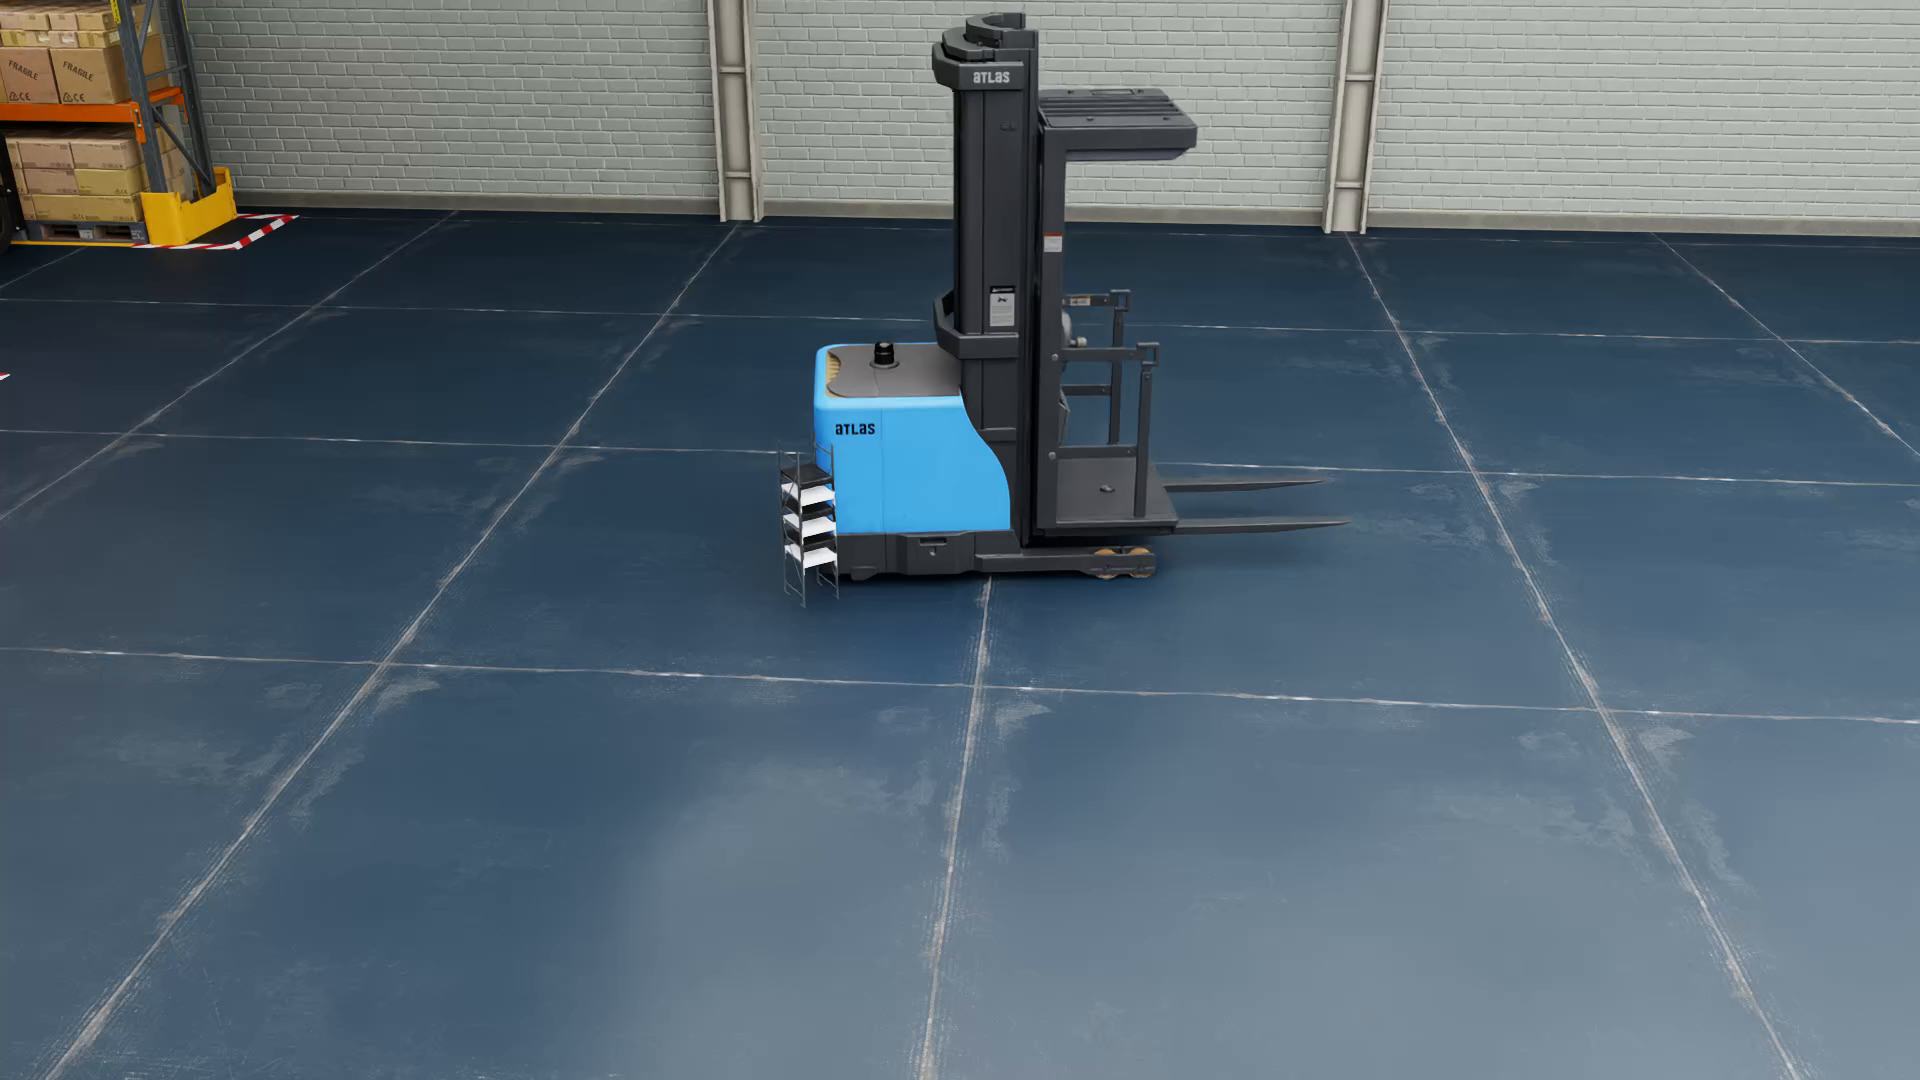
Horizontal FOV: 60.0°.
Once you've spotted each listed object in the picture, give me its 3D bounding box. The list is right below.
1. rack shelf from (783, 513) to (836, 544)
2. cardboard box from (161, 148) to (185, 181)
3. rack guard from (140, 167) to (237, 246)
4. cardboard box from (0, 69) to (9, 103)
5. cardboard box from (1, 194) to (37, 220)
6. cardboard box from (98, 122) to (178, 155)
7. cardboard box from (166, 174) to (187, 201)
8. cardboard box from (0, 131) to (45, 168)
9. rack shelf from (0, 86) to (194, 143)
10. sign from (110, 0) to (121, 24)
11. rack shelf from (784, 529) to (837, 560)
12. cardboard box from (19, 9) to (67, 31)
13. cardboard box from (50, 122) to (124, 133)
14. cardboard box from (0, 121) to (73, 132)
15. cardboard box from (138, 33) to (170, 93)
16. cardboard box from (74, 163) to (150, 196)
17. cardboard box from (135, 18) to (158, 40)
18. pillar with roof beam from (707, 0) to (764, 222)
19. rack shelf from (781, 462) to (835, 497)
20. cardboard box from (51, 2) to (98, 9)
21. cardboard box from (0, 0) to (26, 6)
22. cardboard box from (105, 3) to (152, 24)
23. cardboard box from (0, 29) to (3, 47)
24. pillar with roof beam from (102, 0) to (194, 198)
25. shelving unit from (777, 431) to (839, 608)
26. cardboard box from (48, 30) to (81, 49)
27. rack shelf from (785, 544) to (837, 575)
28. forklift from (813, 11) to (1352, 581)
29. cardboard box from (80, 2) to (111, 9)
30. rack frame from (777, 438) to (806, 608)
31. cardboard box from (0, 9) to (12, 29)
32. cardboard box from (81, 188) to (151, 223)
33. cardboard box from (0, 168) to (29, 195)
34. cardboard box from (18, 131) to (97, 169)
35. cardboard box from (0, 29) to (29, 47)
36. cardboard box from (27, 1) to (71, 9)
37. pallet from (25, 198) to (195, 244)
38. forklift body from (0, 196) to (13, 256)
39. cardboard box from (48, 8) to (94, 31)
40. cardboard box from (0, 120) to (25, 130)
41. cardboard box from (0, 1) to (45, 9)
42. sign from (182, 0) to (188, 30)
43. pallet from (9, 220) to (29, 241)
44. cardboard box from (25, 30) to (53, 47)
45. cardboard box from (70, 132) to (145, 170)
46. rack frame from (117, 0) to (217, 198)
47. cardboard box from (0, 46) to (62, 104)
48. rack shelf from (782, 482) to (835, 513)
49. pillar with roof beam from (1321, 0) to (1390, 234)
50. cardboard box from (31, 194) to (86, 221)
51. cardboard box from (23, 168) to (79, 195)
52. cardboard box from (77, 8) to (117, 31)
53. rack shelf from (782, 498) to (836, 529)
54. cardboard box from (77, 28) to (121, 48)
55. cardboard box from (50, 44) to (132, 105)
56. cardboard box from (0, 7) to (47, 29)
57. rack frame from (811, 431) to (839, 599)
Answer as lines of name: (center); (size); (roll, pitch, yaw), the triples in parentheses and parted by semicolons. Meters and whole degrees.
rack shelf: (-0.813, -0.078, 8.922); (0.200, 0.077, 0.258); (-15, 29, -29)
cardboard box: (-8.011, -3.685, 16.359); (0.500, 0.250, 0.500); (2, 25, 5)
rack guard: (-7.535, -3.278, 16.276); (0.348, 0.500, 1.175); (2, 25, 4)
cardboard box: (-9.097, -4.403, 15.611); (0.500, 0.500, 0.500); (1, 25, 3)
cardboard box: (-9.044, -3.279, 16.075); (0.500, 0.250, 0.500); (2, 25, 5)
cardboard box: (-8.023, -3.905, 16.238); (0.500, 0.250, 0.500); (1, 25, 3)
cardboard box: (-8.033, -3.453, 16.454); (0.500, 0.250, 0.500); (2, 25, 4)
cardboard box: (-9.055, -3.721, 15.839); (0.500, 0.250, 0.500); (2, 25, 5)
rack shelf: (-9.553, -4.152, 16.045); (4.000, 0.370, 1.077); (2, 25, 4)
sign: (-7.614, -4.822, 14.974); (0.005, 0.325, 0.100); (2, 25, 4)
rack shelf: (-0.813, 0.004, 8.959); (0.200, 0.077, 0.258); (-15, 29, -29)
cardboard box: (-8.443, -4.805, 15.354); (0.250, 0.149, 0.380); (2, 25, 5)
cardboard box: (-8.522, -3.919, 16.270); (0.500, 0.250, 0.500); (2, 25, 4)
cardboard box: (-9.020, -3.940, 16.314); (0.500, 0.250, 0.500); (2, 25, 4)
cardboard box: (-8.031, -4.592, 16.021); (0.500, 0.500, 0.500); (3, 25, 6)
cardboard box: (-8.068, -3.469, 15.889); (0.500, 0.250, 0.500); (2, 25, 3)
cardboard box: (-7.877, -4.874, 15.858); (0.250, 0.149, 0.380); (1, 25, 3)
pillar with roof beam: (-2.531, -5.552, 11.050); (0.400, 9.000, 9.100); (2, 25, 4)
rack shelf: (-0.813, -0.323, 8.809); (0.200, 0.077, 0.258); (-15, 29, -29)
cardboard box: (-8.400, -5.015, 15.808); (0.250, 0.149, 0.380); (2, 25, 5)
cardboard box: (-9.164, -5.076, 15.942); (0.250, 0.149, 0.380); (1, 25, 3)
cardboard box: (-7.877, -4.990, 15.754); (0.250, 0.149, 0.380); (1, 25, 3)
cardboard box: (-8.953, -4.680, 15.437); (0.250, 0.149, 0.380); (1, 25, 2)
pillar with roof beam: (-8.513, -5.744, 11.467); (0.400, 9.000, 9.100); (2, 25, 4)
shelving unit: (-0.813, -0.108, 8.908); (0.210, 0.900, 0.258); (-15, 29, -29)
cardboard box: (-8.183, -4.645, 15.360); (0.250, 0.149, 0.380); (2, 25, 5)
rack shelf: (-0.813, 0.086, 8.997); (0.200, 0.077, 0.258); (-15, 29, -29)
forklift: (0.695, -1.332, 9.138); (3.031, 2.935, 1.130); (-1, 25, -3)
cardboard box: (-8.137, -5.024, 15.829); (0.250, 0.149, 0.380); (3, 25, 6)
rack frame: (-0.899, -0.085, 8.858); (0.006, 0.900, 0.240); (-15, 29, -29)
cardboard box: (-8.954, -4.807, 15.356); (0.250, 0.149, 0.380); (2, 25, 5)
cardboard box: (-8.051, -3.240, 15.989); (0.500, 0.250, 0.500); (2, 25, 4)
cardboard box: (-9.083, -3.497, 15.950); (0.500, 0.250, 0.500); (1, 25, 3)
cardboard box: (-8.551, -3.709, 15.813); (0.500, 0.250, 0.500); (2, 25, 5)
cardboard box: (-8.683, -4.691, 15.461); (0.250, 0.149, 0.380); (2, 25, 4)
cardboard box: (-8.645, -5.029, 15.839); (0.250, 0.149, 0.380); (2, 25, 4)
pallet: (-8.324, -3.155, 16.354); (1.213, 0.211, 1.003); (2, 25, 4)
forklift body: (-9.589, -3.329, 14.412); (1.214, 2.155, 2.313); (2, 25, 4)
cardboard box: (-8.180, -4.808, 15.360); (0.250, 0.149, 0.380); (2, 25, 4)
cardboard box: (-9.530, -3.959, 16.356); (0.500, 0.250, 0.500); (1, 25, 3)
cardboard box: (-8.910, -5.027, 15.834); (0.250, 0.149, 0.380); (3, 25, 6)
sign: (-7.510, -5.075, 16.060); (0.005, 0.325, 0.100); (2, 25, 4)
pallet: (-9.537, -3.195, 16.441); (1.213, 0.211, 1.003); (2, 25, 4)
cardboard box: (-8.437, -4.679, 15.434); (0.250, 0.149, 0.380); (2, 25, 5)
cardboard box: (-8.042, -3.695, 15.783); (0.500, 0.250, 0.500); (3, 25, 6)
rack frame: (-7.559, -4.415, 15.756); (0.127, 3.000, 1.000); (2, 25, 4)
cardboard box: (-8.586, -4.387, 15.576); (0.500, 0.500, 0.500); (3, 25, 6)
rack shelf: (-0.813, -0.241, 8.846); (0.200, 0.077, 0.258); (-15, 29, -29)
pillar with roof beam: (3.451, -5.360, 10.632); (0.400, 9.000, 9.100); (2, 25, 4)
cardboard box: (-8.546, -3.259, 16.032); (0.500, 0.250, 0.500); (2, 25, 4)
cardboard box: (-8.567, -3.489, 15.933); (0.500, 0.250, 0.500); (2, 25, 3)
cardboard box: (-7.932, -4.813, 15.371); (0.250, 0.149, 0.380); (2, 25, 4)
rack shelf: (-0.813, -0.159, 8.884); (0.200, 0.077, 0.258); (-15, 29, -29)
cardboard box: (-7.926, -4.649, 15.369); (0.250, 0.149, 0.380); (2, 25, 5)
cardboard box: (-8.069, -4.366, 15.531); (0.500, 0.500, 0.500); (1, 25, 3)
cardboard box: (-8.686, -4.844, 15.438); (0.250, 0.149, 0.380); (2, 25, 4)
rack frame: (-0.727, -0.131, 8.957); (0.006, 0.900, 0.240); (-15, 29, -29)
